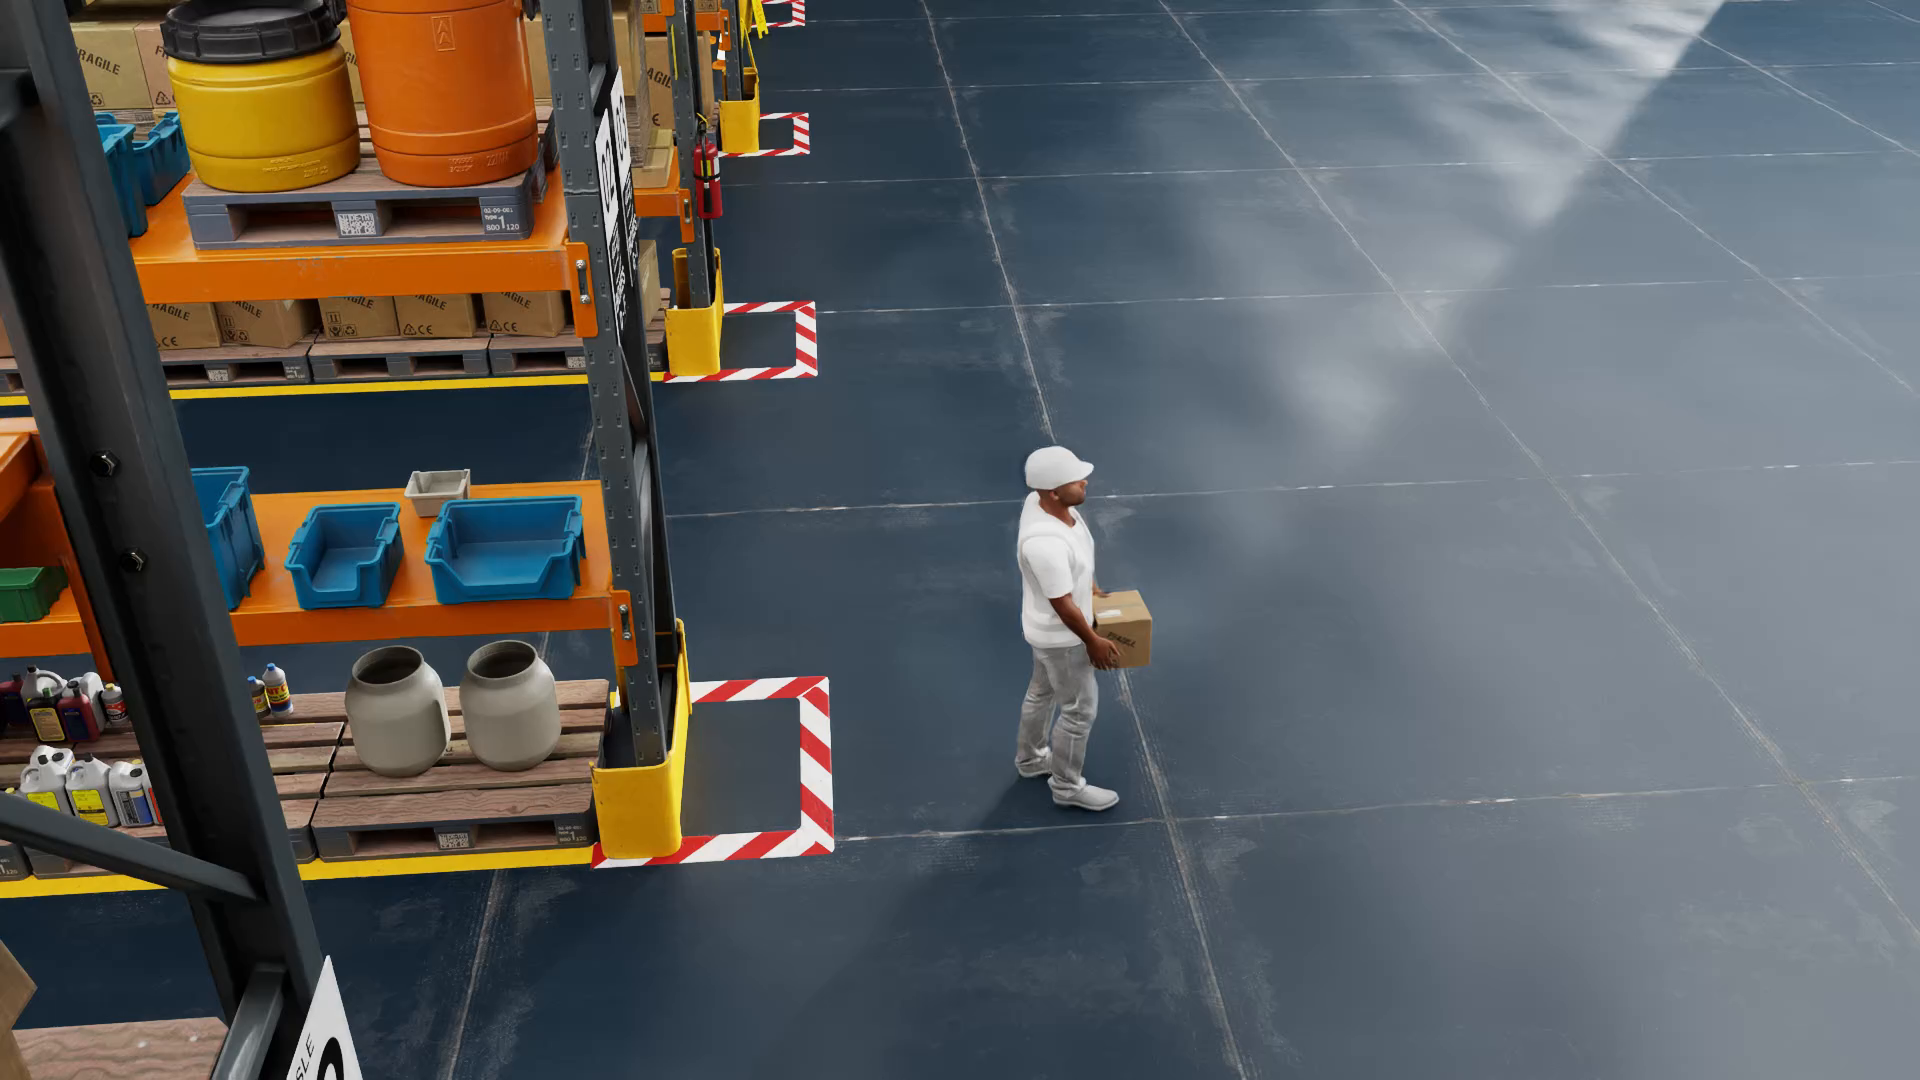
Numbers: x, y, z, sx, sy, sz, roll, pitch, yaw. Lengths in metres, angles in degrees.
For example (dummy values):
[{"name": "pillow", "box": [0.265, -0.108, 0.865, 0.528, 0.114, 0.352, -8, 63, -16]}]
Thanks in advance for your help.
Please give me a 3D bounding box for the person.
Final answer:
[{"name": "person", "box": [0.495, 0.373, 7.389, 0.493, 1.767, 0.560, 1, 31, 2]}]
